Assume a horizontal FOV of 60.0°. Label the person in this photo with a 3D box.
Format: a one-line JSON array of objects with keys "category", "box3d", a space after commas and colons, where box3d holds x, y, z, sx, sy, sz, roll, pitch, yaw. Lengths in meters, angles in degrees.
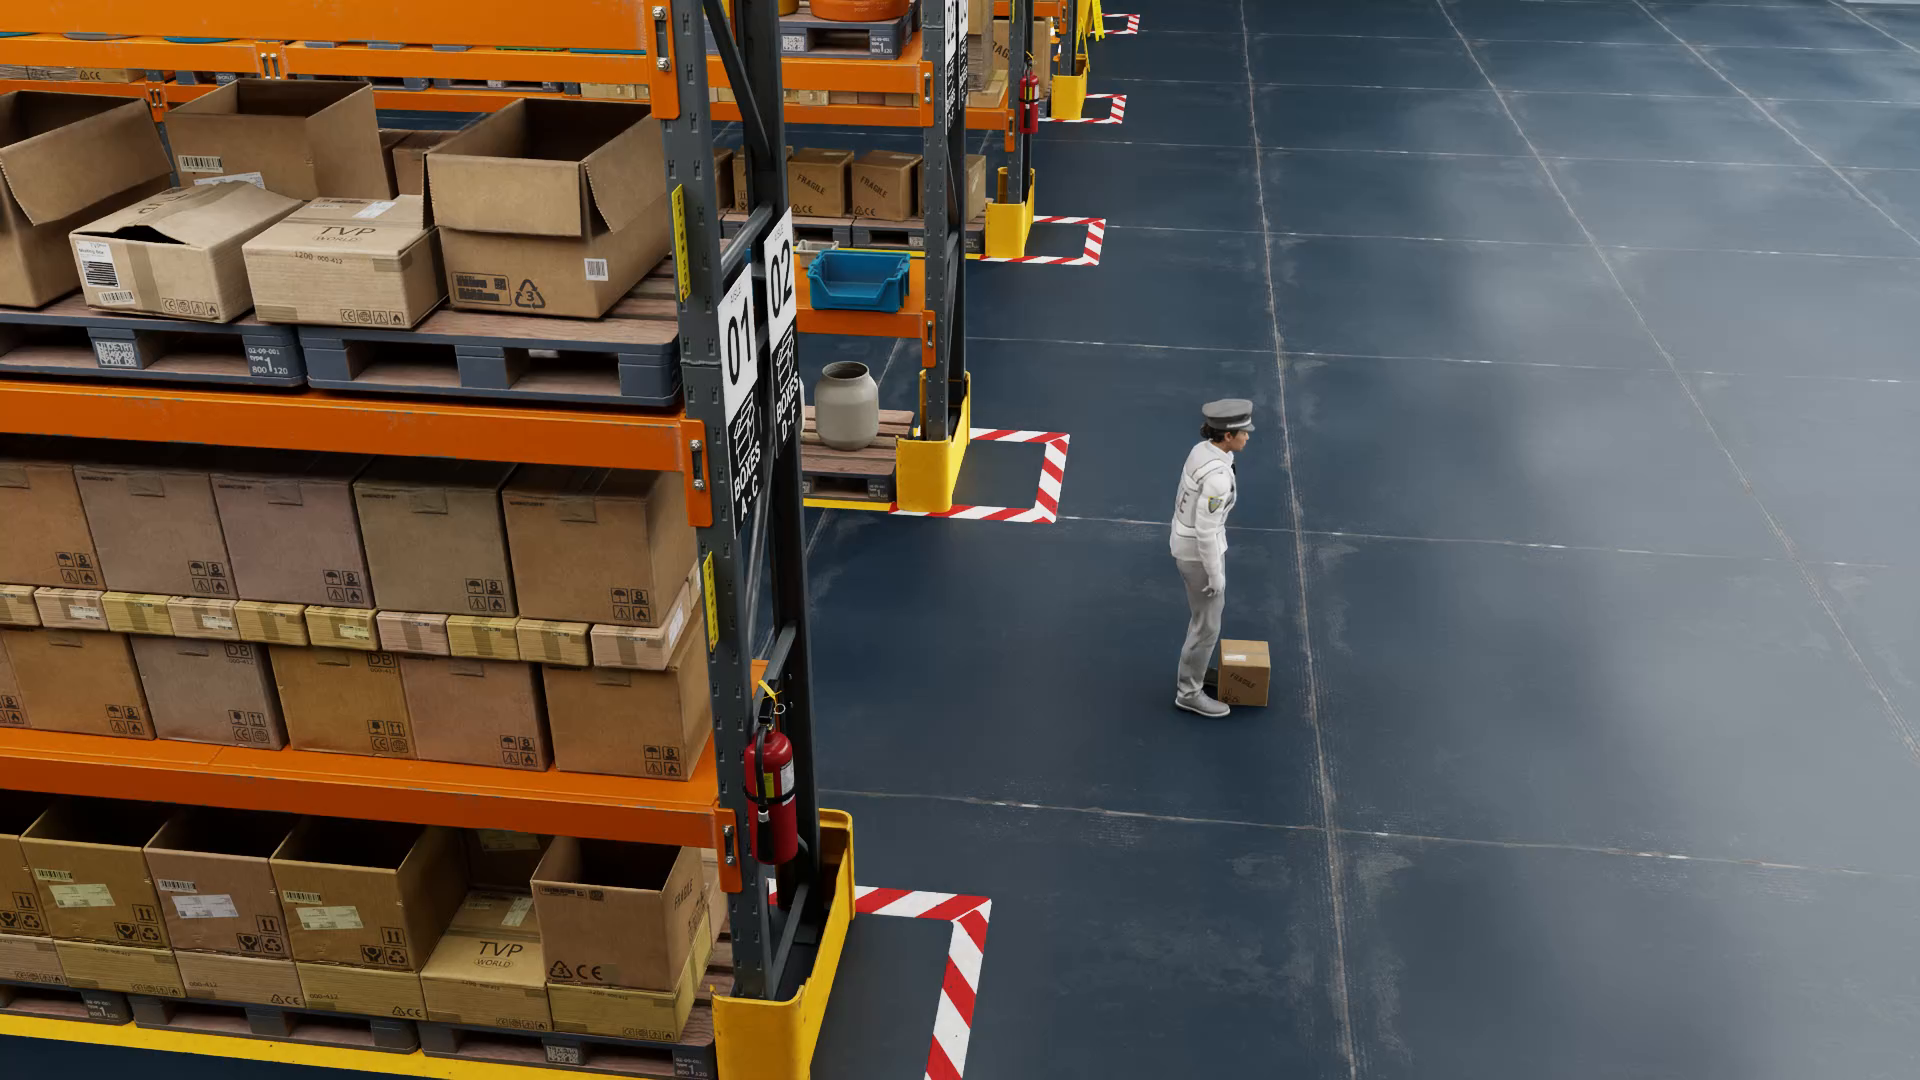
[{"category": "person", "box3d": [1.279, 0.070, 8.492, 0.416, 1.662, 0.543, 2, 29, 3]}]
